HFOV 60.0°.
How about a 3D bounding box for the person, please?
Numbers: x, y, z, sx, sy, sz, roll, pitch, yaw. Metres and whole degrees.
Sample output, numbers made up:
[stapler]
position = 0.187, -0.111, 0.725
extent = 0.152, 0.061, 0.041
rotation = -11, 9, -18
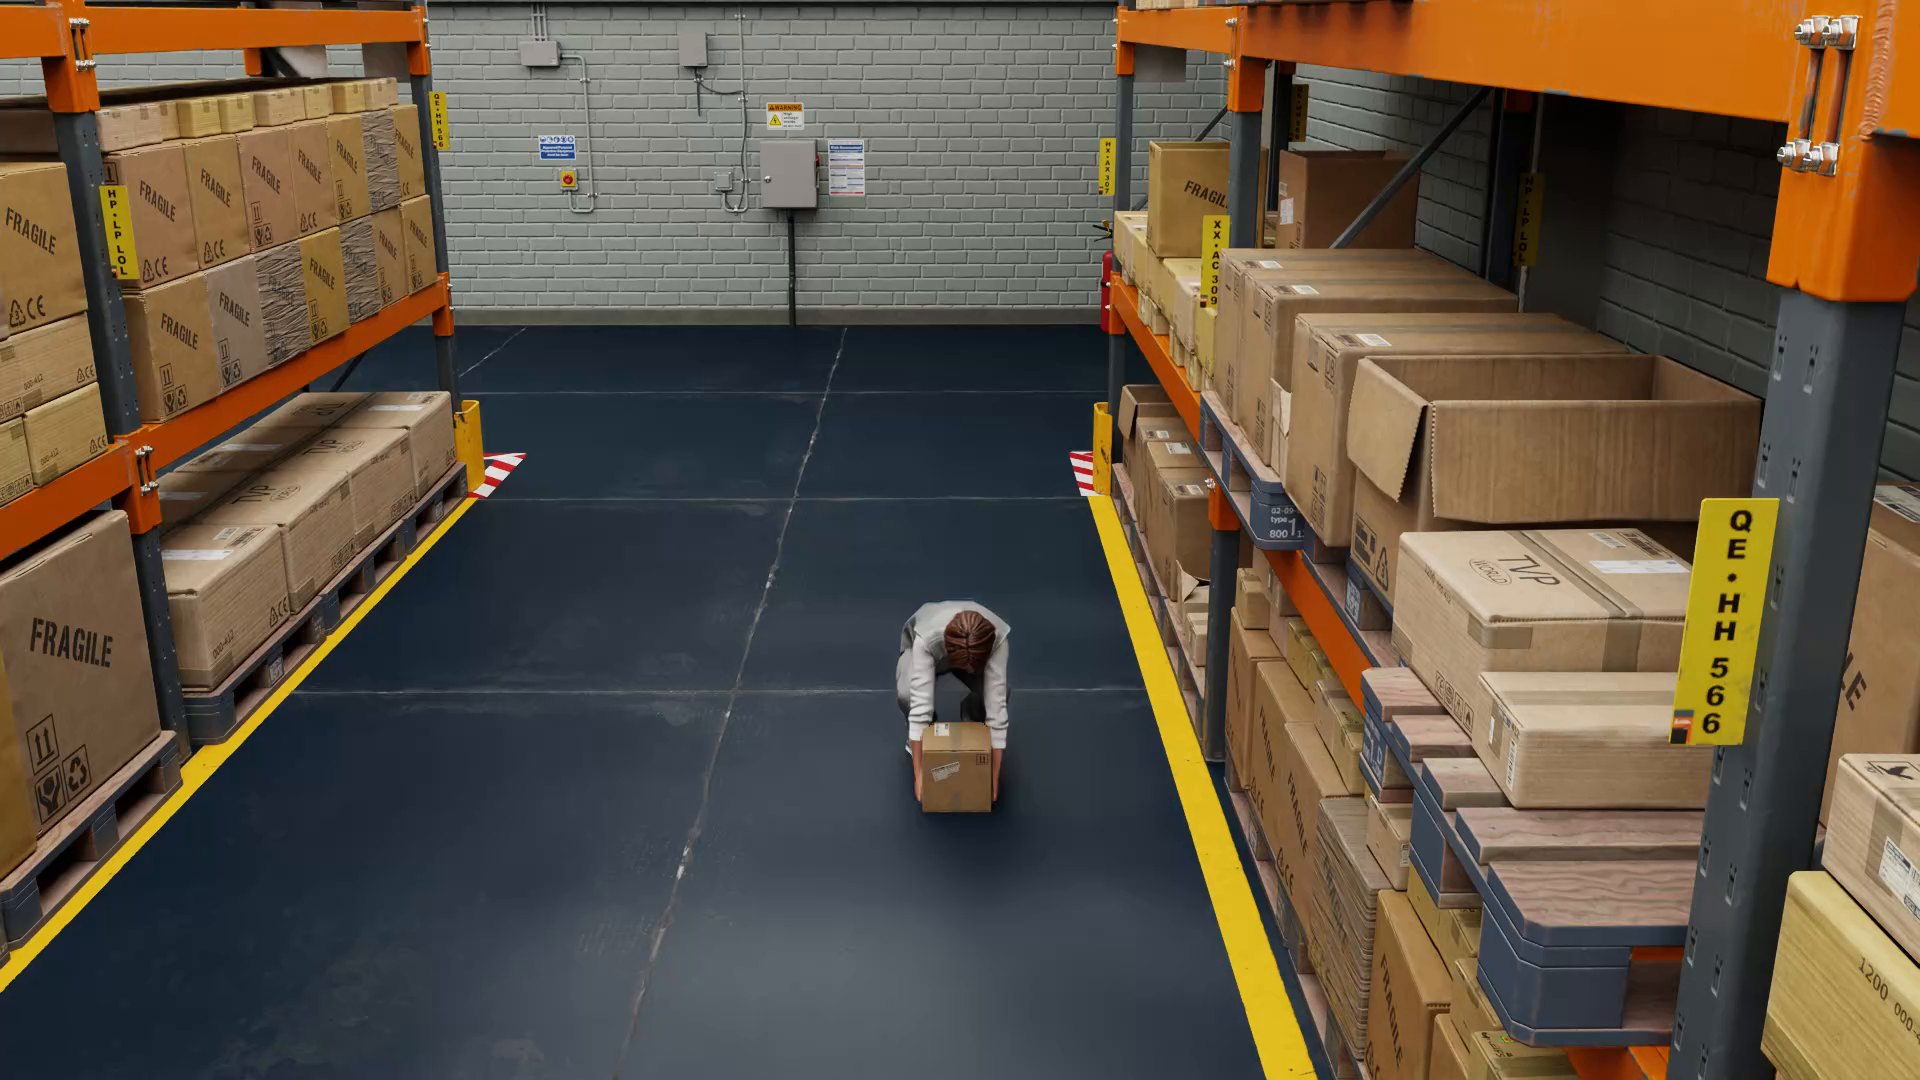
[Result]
[person]
position = -0.030, 0.543, 6.389
extent = 0.435, 0.759, 0.822
rotation = -1, 17, -4
